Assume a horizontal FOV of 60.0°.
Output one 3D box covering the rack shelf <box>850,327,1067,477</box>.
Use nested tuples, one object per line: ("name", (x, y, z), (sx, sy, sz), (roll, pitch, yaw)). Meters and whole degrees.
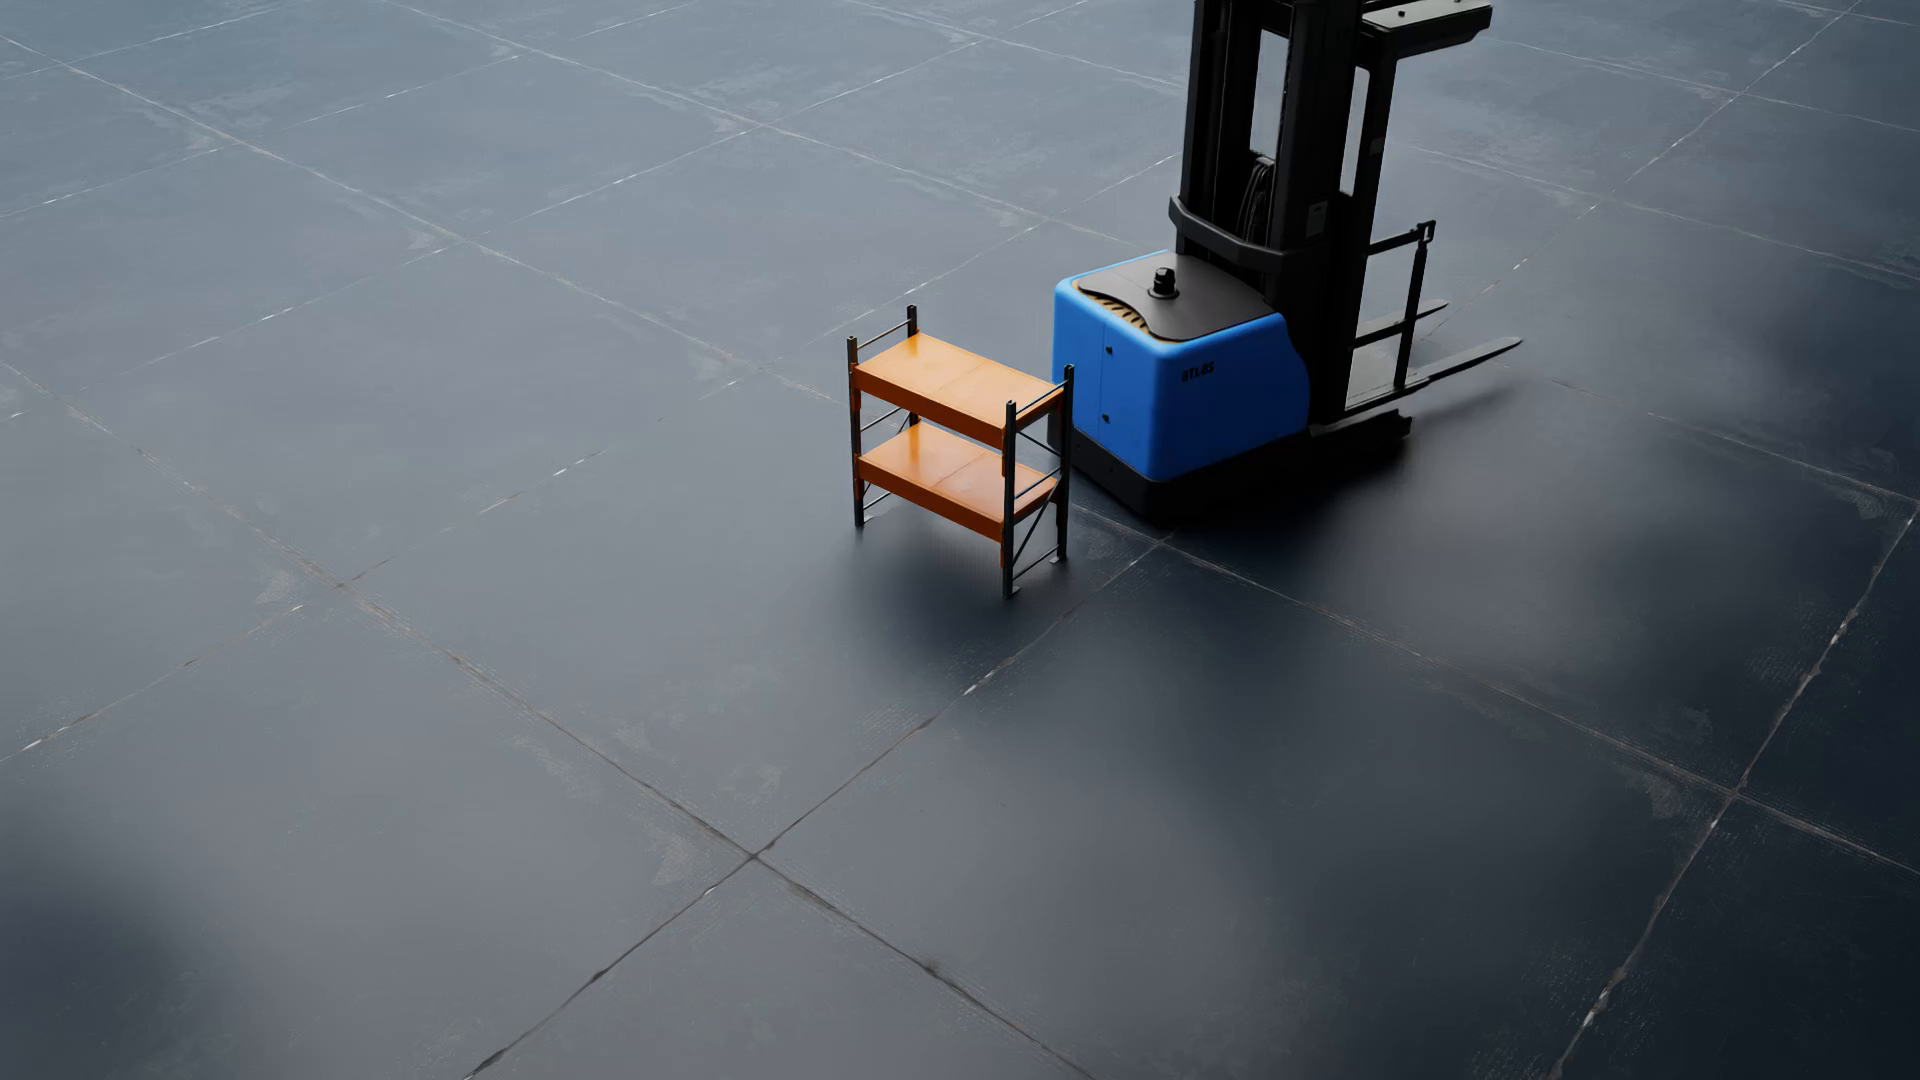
("rack shelf", (-0.005, -0.707, 8.352), (1.000, 0.278, 0.538), (25, 42, 32))

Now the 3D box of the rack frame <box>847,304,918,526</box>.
("rack frame", (-0.396, -0.650, 8.785), (0.032, 1.125, 0.500), (25, 42, 32))

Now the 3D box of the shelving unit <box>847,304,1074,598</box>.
("shelving unit", (-0.005, -0.466, 8.517), (1.048, 1.125, 0.538), (25, 42, 32))

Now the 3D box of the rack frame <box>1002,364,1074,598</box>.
("rack frame", (0.385, -0.282, 8.249), (0.032, 1.125, 0.500), (25, 42, 32))

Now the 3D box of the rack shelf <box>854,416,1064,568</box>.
("rack shelf", (-0.005, -0.265, 8.656), (1.000, 0.278, 0.538), (25, 42, 32))

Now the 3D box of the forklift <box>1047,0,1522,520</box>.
("forklift", (2.011, -1.947, 9.078), (3.031, 2.935, 1.130), (-20, 39, -27))
